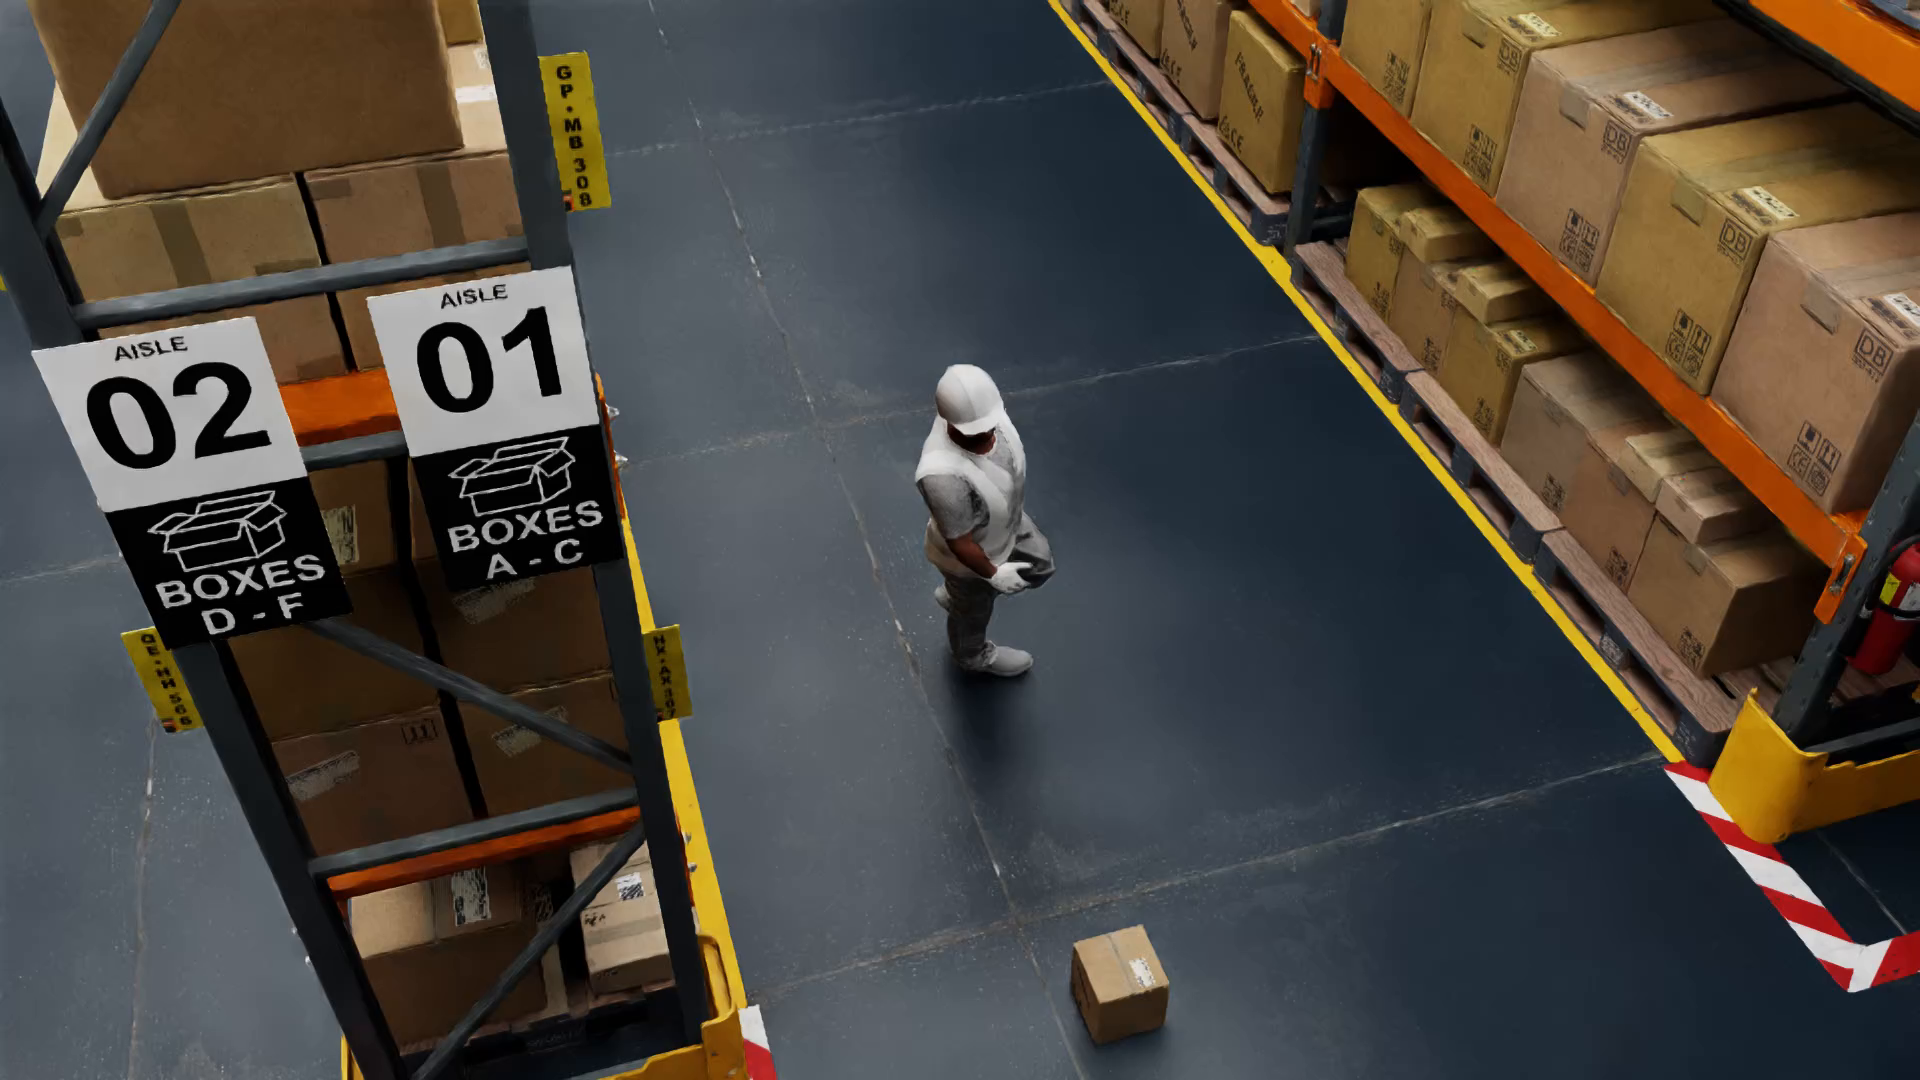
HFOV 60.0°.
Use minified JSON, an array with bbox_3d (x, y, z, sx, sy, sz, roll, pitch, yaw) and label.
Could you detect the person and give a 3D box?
[{"bbox_3d":[0.072,-0.032,6.187,0.511,1.748,0.726,11,43,12],"label":"person"}]
